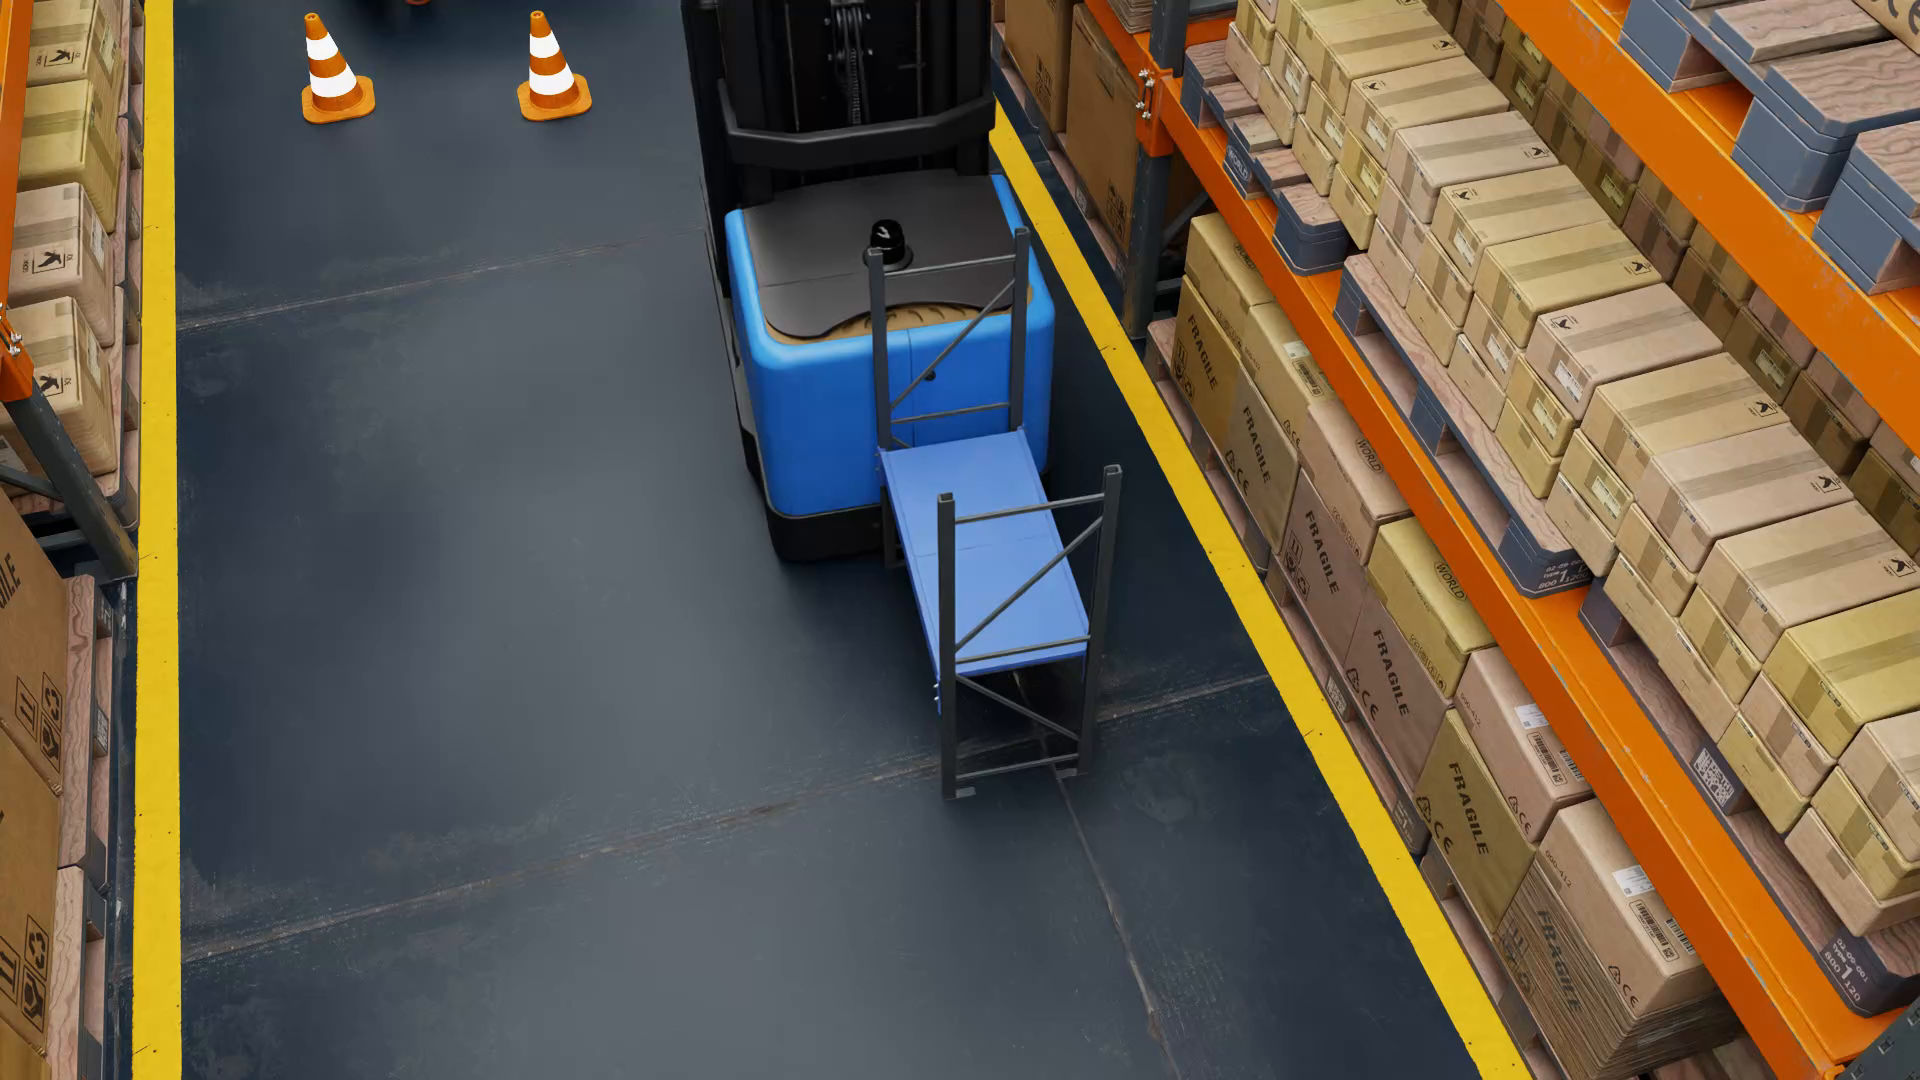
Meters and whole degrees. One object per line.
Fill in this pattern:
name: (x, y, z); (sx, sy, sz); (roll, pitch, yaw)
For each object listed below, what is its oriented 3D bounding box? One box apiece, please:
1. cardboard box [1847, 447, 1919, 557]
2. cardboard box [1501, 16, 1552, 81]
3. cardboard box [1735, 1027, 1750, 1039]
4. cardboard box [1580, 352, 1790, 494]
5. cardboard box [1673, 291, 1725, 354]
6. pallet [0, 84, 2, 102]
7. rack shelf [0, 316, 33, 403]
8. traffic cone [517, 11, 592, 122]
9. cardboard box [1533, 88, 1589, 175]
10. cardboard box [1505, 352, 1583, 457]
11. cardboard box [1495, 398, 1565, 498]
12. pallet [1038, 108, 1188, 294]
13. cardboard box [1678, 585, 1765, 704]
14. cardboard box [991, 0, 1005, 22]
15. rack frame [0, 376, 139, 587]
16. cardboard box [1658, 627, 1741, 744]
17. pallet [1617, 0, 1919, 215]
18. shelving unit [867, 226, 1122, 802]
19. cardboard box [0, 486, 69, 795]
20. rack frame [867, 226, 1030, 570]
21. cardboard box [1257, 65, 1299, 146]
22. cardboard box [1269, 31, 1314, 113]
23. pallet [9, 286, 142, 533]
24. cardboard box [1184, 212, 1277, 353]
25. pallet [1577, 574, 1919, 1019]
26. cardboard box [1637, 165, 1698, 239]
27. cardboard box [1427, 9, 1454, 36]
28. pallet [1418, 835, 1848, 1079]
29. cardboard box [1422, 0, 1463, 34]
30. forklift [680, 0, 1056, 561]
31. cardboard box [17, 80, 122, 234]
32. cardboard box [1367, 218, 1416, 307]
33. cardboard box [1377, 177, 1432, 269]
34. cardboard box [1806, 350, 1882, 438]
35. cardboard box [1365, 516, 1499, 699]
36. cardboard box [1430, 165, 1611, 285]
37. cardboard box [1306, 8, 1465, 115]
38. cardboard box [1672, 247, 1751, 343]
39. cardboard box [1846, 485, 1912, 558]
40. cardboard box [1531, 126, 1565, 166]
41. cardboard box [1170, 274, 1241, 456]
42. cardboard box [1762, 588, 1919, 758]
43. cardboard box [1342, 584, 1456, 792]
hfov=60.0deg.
cardboard box: (2.448, -0.139, 4.100); (0.380, 0.149, 0.250); (-15, 52, -13)
cardboard box: (1.907, -1.568, 5.111); (0.380, 0.149, 0.250); (-12, 51, -10)
cardboard box: (2.392, 1.041, 4.771); (0.500, 0.500, 0.500); (-12, 51, -10)
cardboard box: (1.750, -0.282, 4.027); (0.380, 0.149, 0.250); (-15, 51, -12)
cardboard box: (2.218, -0.613, 4.695); (0.380, 0.149, 0.250); (-15, 52, -13)
pallet: (-3.837, -1.193, 5.419); (1.213, 0.211, 1.003); (-13, 51, -11)
rack shelf: (-2.933, 0.934, 3.971); (1.077, 0.370, 4.000); (-13, 51, -11)
traffic cone: (-1.962, -2.287, 7.876); (0.336, 0.463, 0.334); (-13, 51, -11)
cardboard box: (1.990, -1.275, 5.058); (0.380, 0.149, 0.250); (-13, 51, -11)
cardboard box: (1.658, -0.388, 4.311); (0.380, 0.149, 0.250); (-13, 51, -11)
cardboard box: (1.663, -0.281, 4.414); (0.380, 0.149, 0.250); (-11, 51, -9)
pallet: (1.013, -1.646, 7.499); (1.003, 0.211, 1.213); (-13, 51, -11)
cardboard box: (1.902, 0.200, 3.815); (0.380, 0.149, 0.250); (-11, 51, -9)
cardboard box: (0.543, -3.145, 8.136); (1.050, 0.750, 0.750); (-13, 51, -11)
rack frame: (-3.524, -0.759, 4.928); (1.000, 3.000, 0.127); (-13, 51, -11)
cardboard box: (1.902, 0.298, 3.926); (0.380, 0.149, 0.250); (-13, 51, -11)
pallet: (1.967, -1.168, 3.434); (1.213, 0.211, 1.003); (-13, 51, -11)
shelving unit: (0.077, -0.047, 5.308); (0.538, 1.500, 1.048); (-10, 51, -8)
cardboard box: (-3.399, 0.314, 5.138); (0.875, 0.875, 0.875); (-14, 51, -11)
rack frame: (-0.033, -0.426, 5.628); (0.500, 1.500, 0.032); (-10, 51, -8)
cardboard box: (1.193, -1.438, 5.390); (0.380, 0.149, 0.250); (-11, 51, -9)
cardboard box: (1.208, -1.506, 5.253); (0.380, 0.149, 0.250); (-11, 51, -9)
pallet: (-3.754, -0.431, 6.475); (1.003, 0.211, 1.213); (-13, 51, -11)
cardboard box: (1.147, -0.965, 5.971); (0.500, 0.250, 0.500); (-15, 52, -13)
pallet: (2.270, 0.441, 4.042); (1.003, 0.211, 1.213); (-13, 51, -11)
cardboard box: (2.138, -0.998, 4.630); (0.380, 0.149, 0.250); (-11, 51, -9)
cardboard box: (1.760, -1.750, 5.653); (0.380, 0.149, 0.250); (-13, 51, -10)
pallet: (2.126, 1.300, 5.016); (1.003, 0.211, 1.213); (-13, 51, -11)
cardboard box: (1.756, -1.844, 5.538); (0.380, 0.149, 0.250); (-12, 51, -10)
forklift: (-0.484, -2.021, 6.037); (1.130, 2.935, 3.031); (-10, 51, -8)
cardboard box: (-4.126, -1.554, 7.042); (0.950, 0.372, 0.625); (-12, 51, -10)
cardboard box: (1.436, -0.850, 4.894); (0.380, 0.149, 0.250); (-12, 51, -10)
cardboard box: (1.438, -0.945, 4.780); (0.380, 0.149, 0.250); (-13, 51, -11)
cardboard box: (2.371, -0.428, 4.149); (0.380, 0.149, 0.250); (-14, 51, -11)
cardboard box: (1.587, 0.150, 5.031); (0.500, 0.250, 0.500); (-15, 52, -13)
cardboard box: (1.516, -0.857, 4.511); (0.380, 0.149, 0.250); (-12, 51, -10)
cardboard box: (1.276, -1.441, 5.003); (0.380, 0.149, 0.250); (-14, 51, -11)
cardboard box: (2.216, -0.714, 4.585); (0.380, 0.149, 0.250); (-14, 51, -12)
cardboard box: (2.449, -0.044, 4.215); (0.380, 0.149, 0.250); (-13, 51, -11)
cardboard box: (1.978, -1.197, 5.187); (0.380, 0.149, 0.250); (-14, 51, -11)
cardboard box: (1.140, -0.707, 6.244); (0.500, 0.500, 0.500); (-15, 52, -13)
cardboard box: (1.972, 0.279, 3.554); (0.380, 0.149, 0.250); (-15, 51, -12)
cardboard box: (1.599, 0.406, 5.306); (0.500, 0.500, 0.500); (-14, 51, -12)
